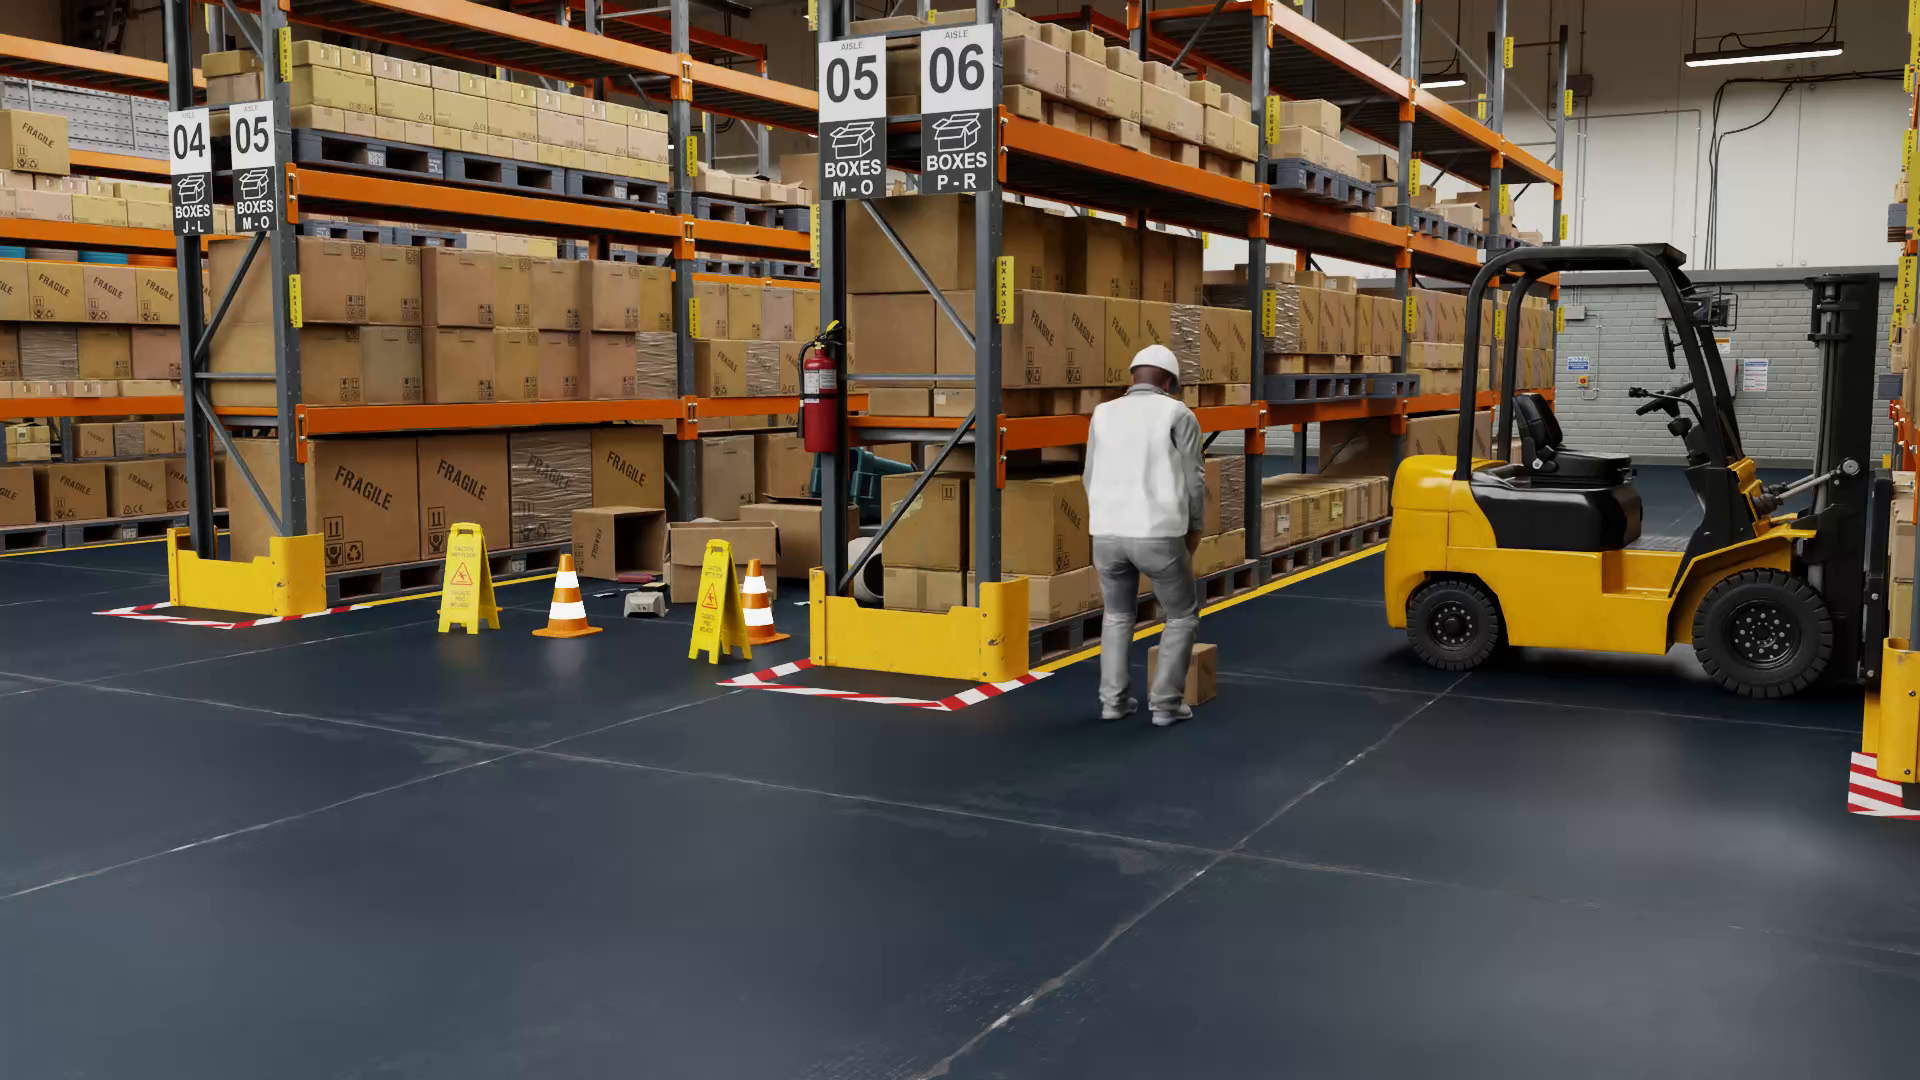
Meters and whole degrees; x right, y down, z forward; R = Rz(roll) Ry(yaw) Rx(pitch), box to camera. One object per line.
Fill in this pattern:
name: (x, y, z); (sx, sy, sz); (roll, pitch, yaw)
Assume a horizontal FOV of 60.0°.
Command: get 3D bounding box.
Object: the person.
person: (0.805, -0.032, 7.385); (0.574, 1.665, 0.558); (3, 7, 30)
